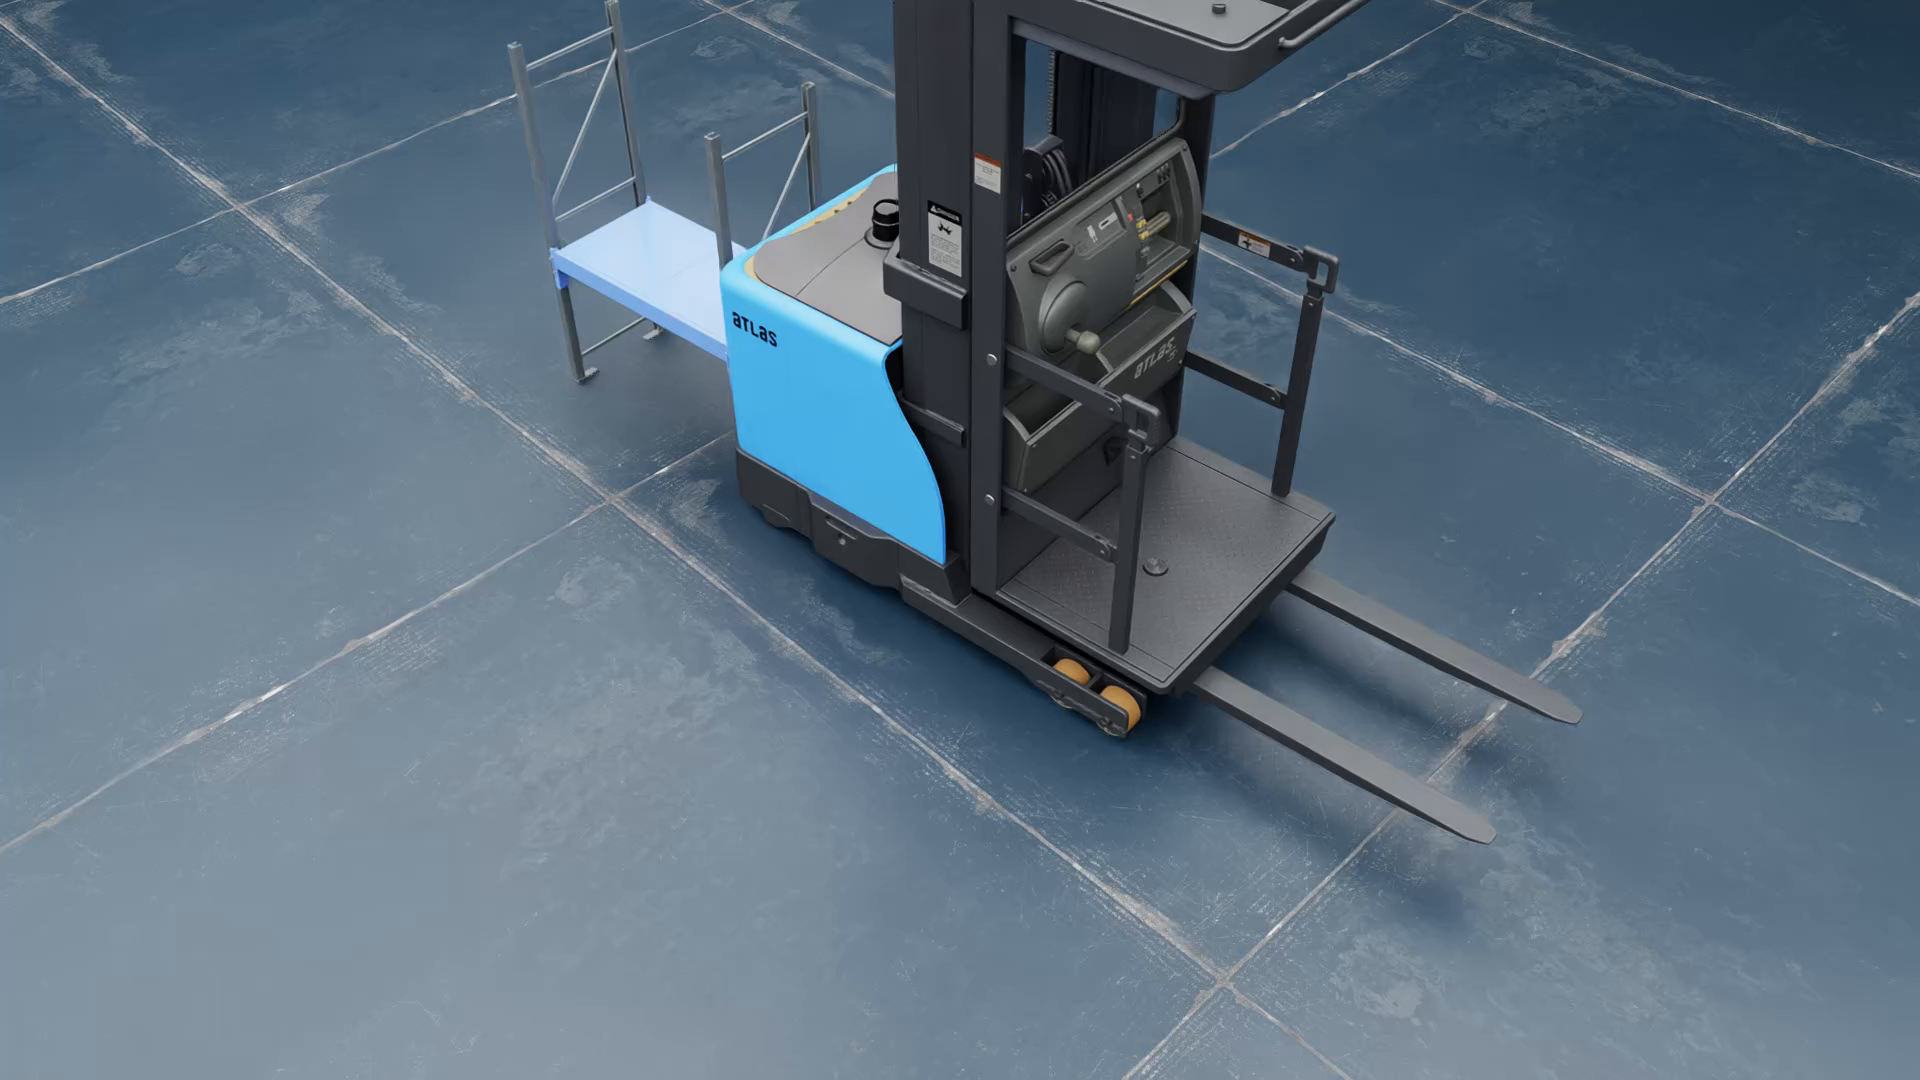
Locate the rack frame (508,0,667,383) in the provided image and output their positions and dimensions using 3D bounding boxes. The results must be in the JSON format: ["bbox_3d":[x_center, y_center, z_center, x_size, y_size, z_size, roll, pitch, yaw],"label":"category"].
[{"bbox_3d":[-1.450,-1.344,6.599,0.032,1.500,0.500,30,50,28],"label":"rack frame"}]

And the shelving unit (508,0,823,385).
[{"bbox_3d":[-1.060,-1.122,6.359,1.048,1.500,0.538,30,50,28],"label":"shelving unit"}]

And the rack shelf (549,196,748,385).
[{"bbox_3d":[-1.060,-0.990,6.481,1.000,0.185,0.538,30,50,28],"label":"rack shelf"}]

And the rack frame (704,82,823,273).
[{"bbox_3d":[-0.670,-0.901,6.120,0.032,1.500,0.500,30,50,28],"label":"rack frame"}]

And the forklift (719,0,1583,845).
[{"bbox_3d":[0.617,-0.835,4.994,3.031,2.935,1.130,29,50,28],"label":"forklift"}]
